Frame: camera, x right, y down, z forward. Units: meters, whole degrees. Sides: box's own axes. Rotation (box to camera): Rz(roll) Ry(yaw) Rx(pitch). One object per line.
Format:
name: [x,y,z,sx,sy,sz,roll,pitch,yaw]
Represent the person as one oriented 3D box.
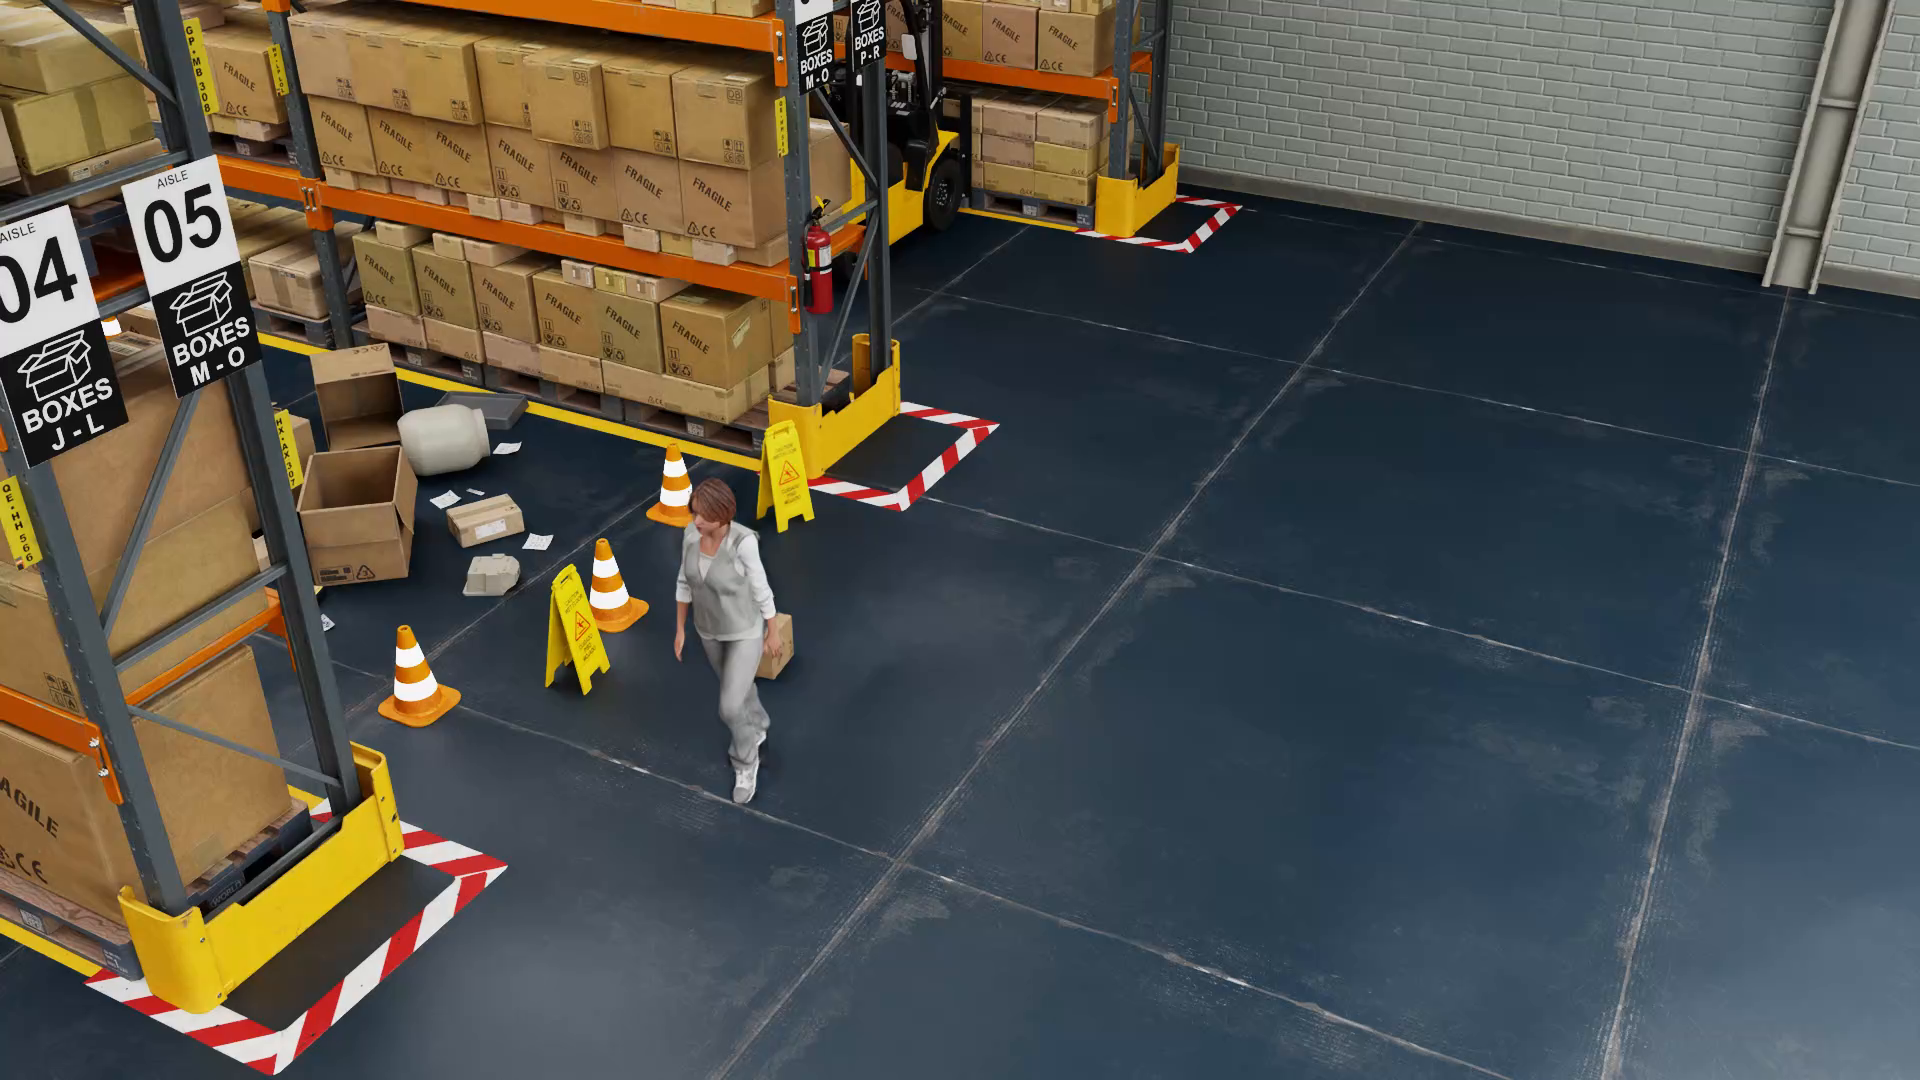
person: [-1.035,0.425,7.579,0.450,1.636,0.527,17,34,26]
